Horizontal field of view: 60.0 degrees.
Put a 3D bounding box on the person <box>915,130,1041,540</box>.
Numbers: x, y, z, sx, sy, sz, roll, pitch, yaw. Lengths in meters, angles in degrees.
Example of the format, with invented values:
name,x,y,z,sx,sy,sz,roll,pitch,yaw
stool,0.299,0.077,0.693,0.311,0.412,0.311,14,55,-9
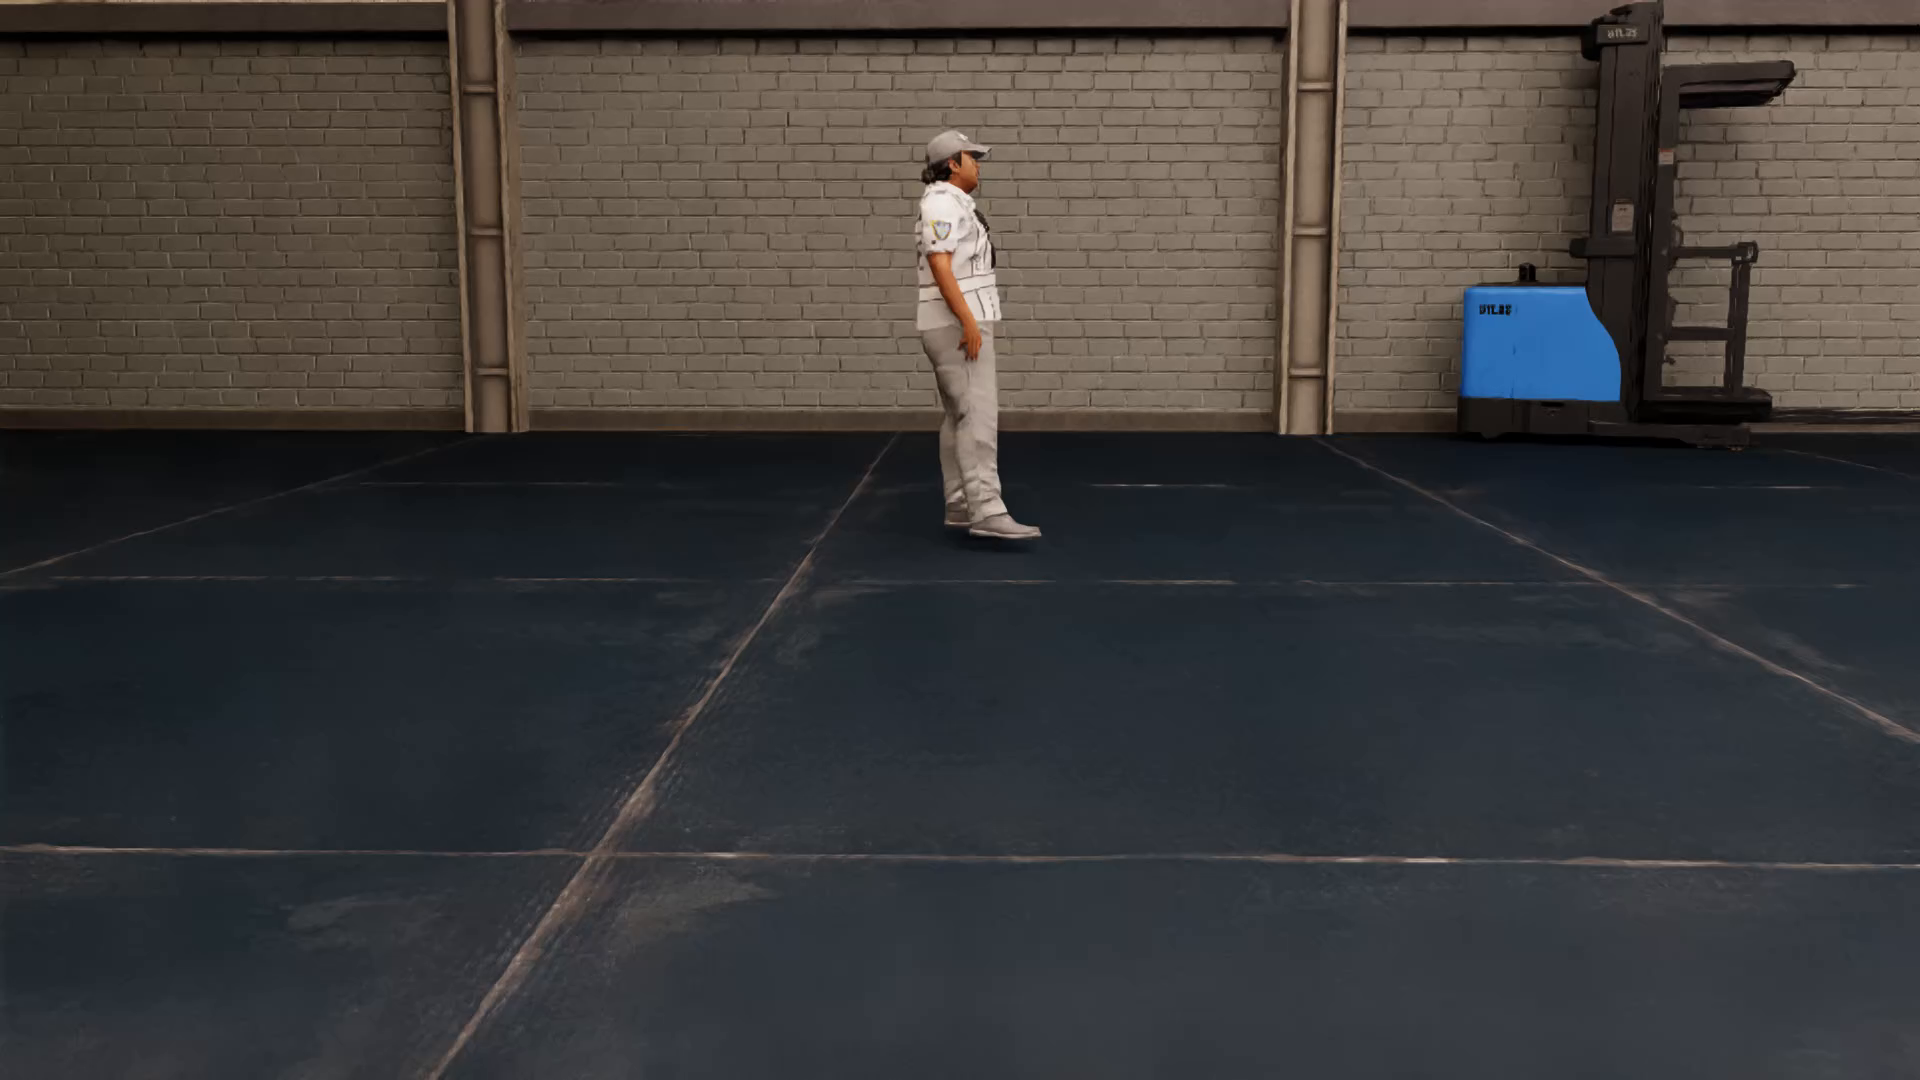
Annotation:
name,x,y,z,sx,sy,sz,roll,pitch,yaw
person,0.076,-0.867,6.970,0.529,1.669,0.598,0,9,1

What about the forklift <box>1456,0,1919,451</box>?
name,x,y,z,sx,sy,sz,roll,pitch,yaw
forklift,5.069,-2.131,11.376,3.031,2.935,1.130,3,9,21
